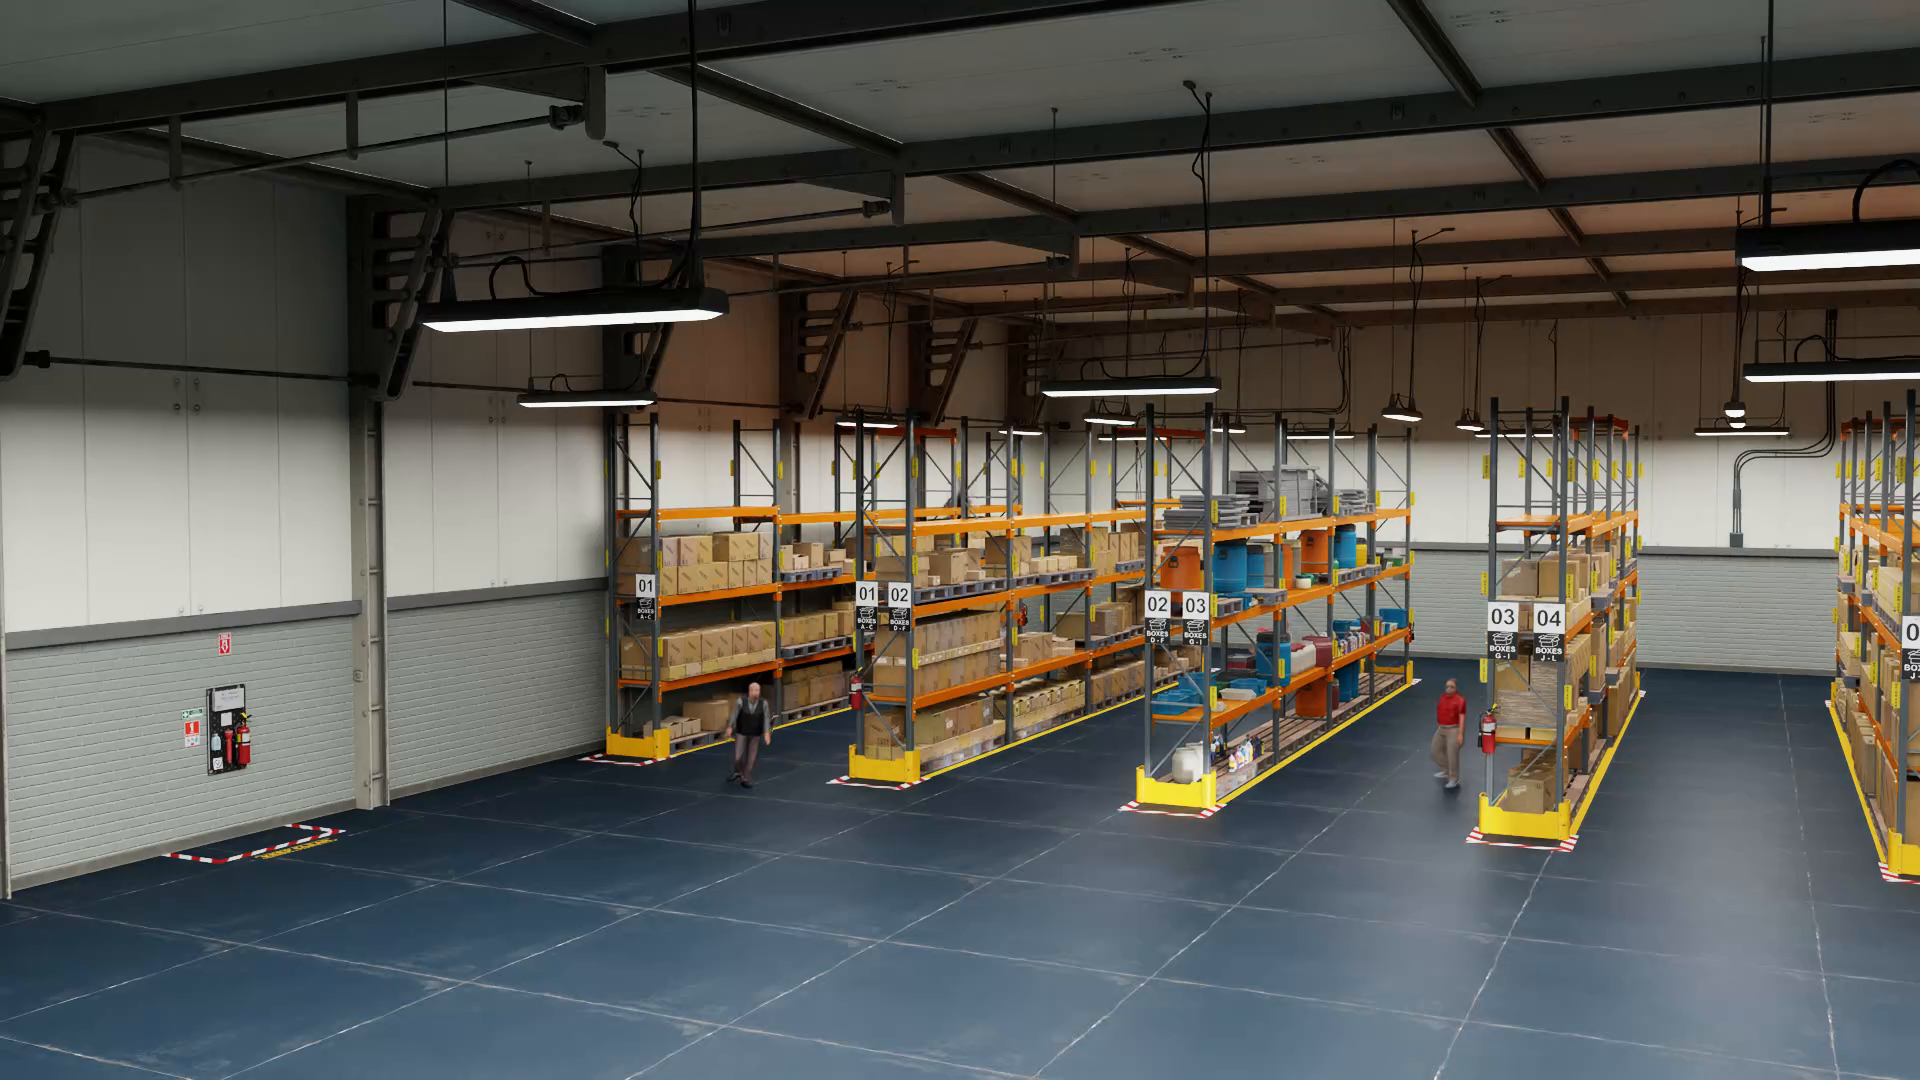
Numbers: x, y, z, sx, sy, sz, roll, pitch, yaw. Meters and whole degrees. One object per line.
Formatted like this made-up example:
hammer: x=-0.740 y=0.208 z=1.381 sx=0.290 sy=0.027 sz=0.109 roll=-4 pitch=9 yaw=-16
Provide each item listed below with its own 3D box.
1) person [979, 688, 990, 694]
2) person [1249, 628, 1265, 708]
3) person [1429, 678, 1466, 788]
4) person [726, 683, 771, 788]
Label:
person: x=0.468 y=2.719 z=36.851 sx=0.622 sy=1.482 sz=0.771 roll=2 pitch=3 yaw=38
person: x=6.408 y=2.687 z=35.131 sx=0.640 sy=1.714 sz=0.765 roll=1 pitch=3 yaw=22
person: x=7.742 y=3.050 z=26.288 sx=0.507 sy=1.758 sz=0.670 roll=-1 pitch=3 yaw=-31
person: x=-3.334 y=3.064 z=26.173 sx=0.692 sy=1.684 sz=0.540 roll=-1 pitch=2 yaw=-14
